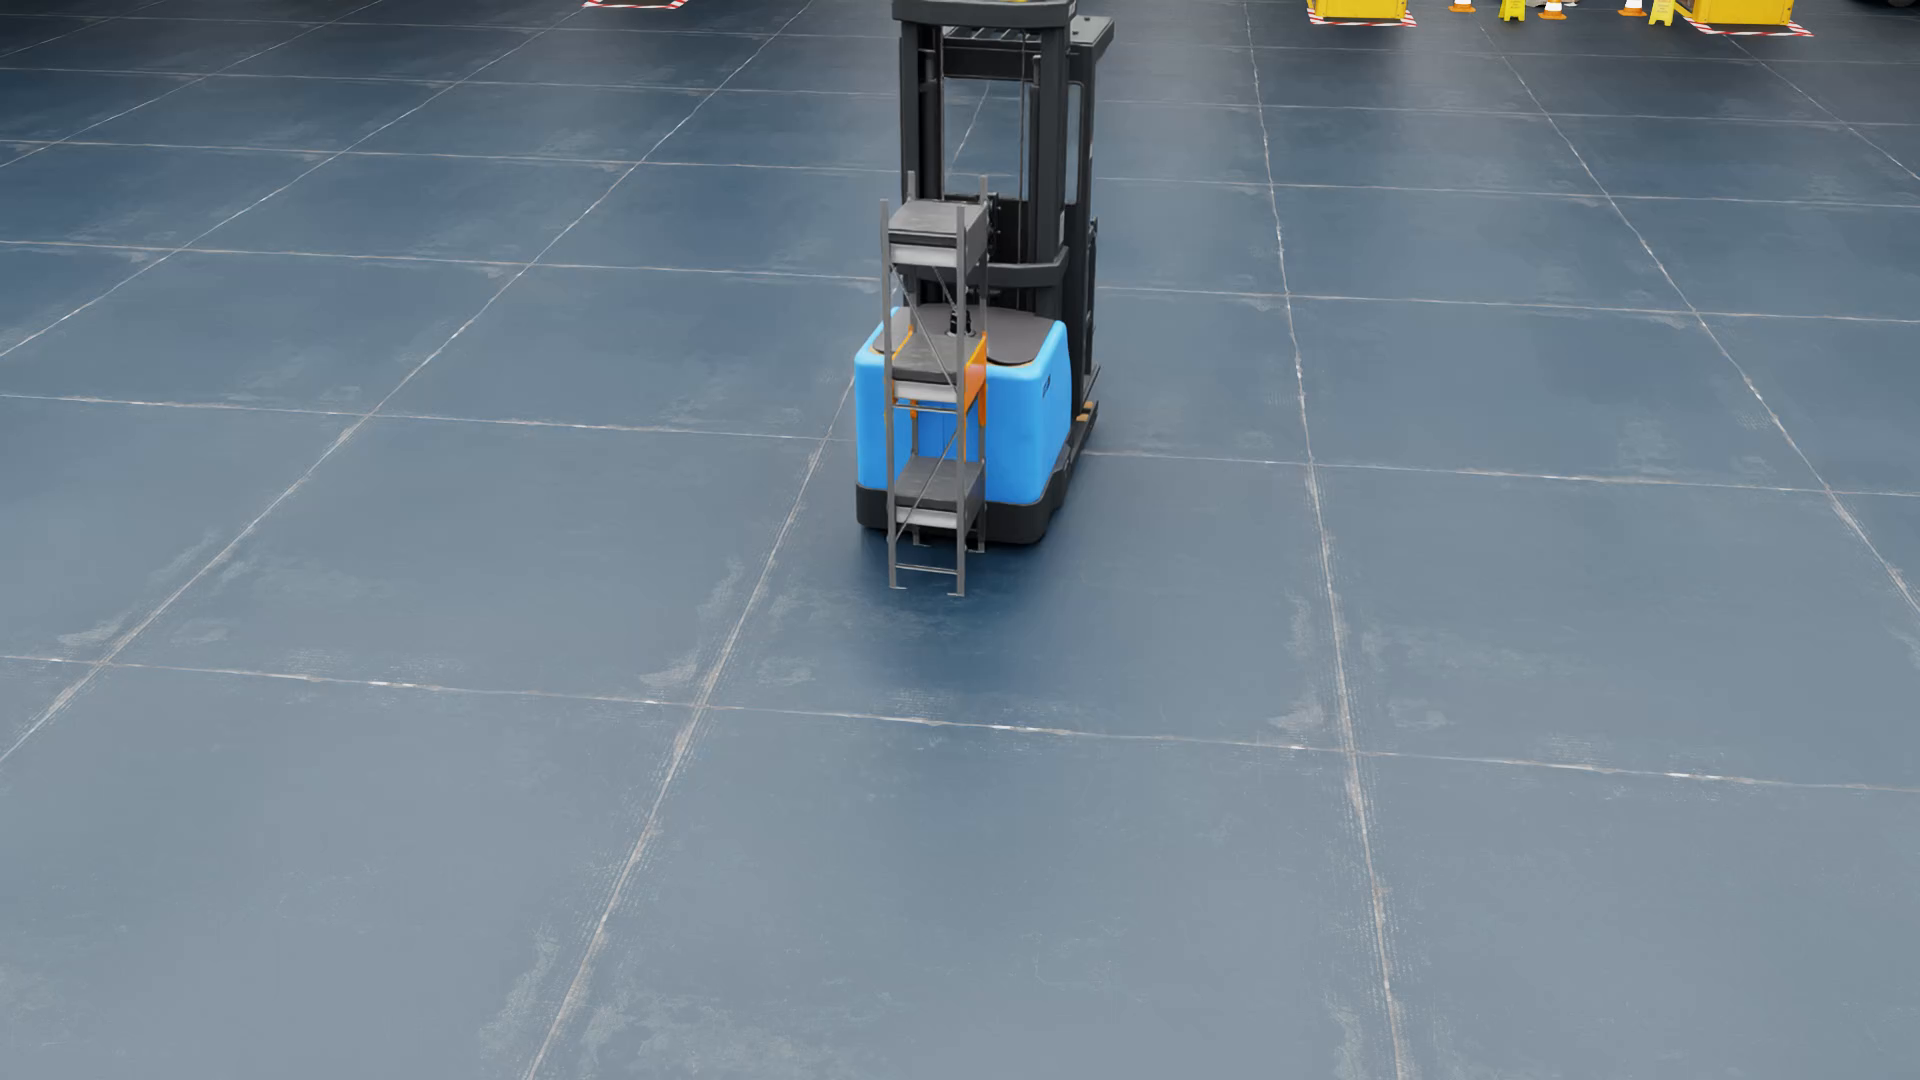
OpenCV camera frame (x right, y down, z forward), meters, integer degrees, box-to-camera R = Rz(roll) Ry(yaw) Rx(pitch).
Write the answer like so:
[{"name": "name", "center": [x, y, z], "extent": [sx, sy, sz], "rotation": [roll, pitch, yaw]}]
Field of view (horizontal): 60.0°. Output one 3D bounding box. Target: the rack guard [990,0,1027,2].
[{"name": "rack guard", "center": [0.465, -7.648, 22.919], "extent": [1.175, 0.500, 0.348], "rotation": [3, 28, 6]}]

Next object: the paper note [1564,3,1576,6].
[{"name": "paper note", "center": [8.431, -7.390, 22.936], "extent": [0.148, 0.019, 0.142], "rotation": [-6, 29, -11]}]

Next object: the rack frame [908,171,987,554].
[{"name": "rack frame", "center": [-0.062, -0.871, 8.654], "extent": [0.400, 2.100, 0.015], "rotation": [6, 29, 12]}]

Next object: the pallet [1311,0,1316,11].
[{"name": "pallet", "center": [5.386, -7.530, 23.005], "extent": [1.003, 0.211, 1.213], "rotation": [3, 28, 6]}]

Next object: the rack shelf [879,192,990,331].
[{"name": "rack shelf", "center": [-0.118, -1.363, 8.119], "extent": [0.431, 0.518, 0.480], "rotation": [6, 29, 12]}]

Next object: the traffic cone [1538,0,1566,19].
[{"name": "traffic cone", "center": [7.920, -7.202, 22.130], "extent": [0.336, 0.463, 0.334], "rotation": [3, 28, 6]}]

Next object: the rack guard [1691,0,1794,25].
[{"name": "rack guard", "center": [10.300, -7.072, 21.850], "extent": [1.175, 0.500, 0.348], "rotation": [3, 28, 6]}]

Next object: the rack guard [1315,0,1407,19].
[{"name": "rack guard", "center": [5.363, -7.265, 22.208], "extent": [1.175, 0.500, 0.348], "rotation": [3, 28, 6]}]

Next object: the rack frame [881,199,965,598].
[{"name": "rack frame", "center": [-0.175, -0.646, 8.236], "extent": [0.400, 2.100, 0.015], "rotation": [6, 29, 12]}]

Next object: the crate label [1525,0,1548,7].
[{"name": "crate label", "center": [7.954, -7.432, 22.901], "extent": [0.250, 0.136, 0.298], "rotation": [-11, 30, -20]}]

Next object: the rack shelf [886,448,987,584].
[{"name": "rack shelf", "center": [-0.118, -0.131, 8.783], "extent": [0.431, 0.518, 0.480], "rotation": [6, 29, 12]}]

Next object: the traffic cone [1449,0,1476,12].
[{"name": "traffic cone", "center": [6.840, -7.427, 22.549], "extent": [0.336, 0.463, 0.334], "rotation": [3, 28, 6]}]

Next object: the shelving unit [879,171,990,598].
[{"name": "shelving unit", "center": [-0.118, -0.759, 8.445], "extent": [0.431, 2.100, 0.503], "rotation": [6, 29, 12]}]

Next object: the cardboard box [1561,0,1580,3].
[{"name": "cardboard box", "center": [8.446, -7.616, 23.229], "extent": [0.380, 0.149, 0.250], "rotation": [20, 34, 32]}]

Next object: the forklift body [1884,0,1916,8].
[{"name": "forklift body", "center": [13.639, -8.475, 22.713], "extent": [2.313, 2.155, 1.214], "rotation": [3, 28, 6]}]

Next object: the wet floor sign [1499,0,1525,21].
[{"name": "wet floor sign", "center": [7.327, -7.212, 21.956], "extent": [0.267, 0.644, 0.232], "rotation": [-1, 28, -3]}]

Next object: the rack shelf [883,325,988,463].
[{"name": "rack shelf", "center": [-0.118, -0.747, 8.451], "extent": [0.431, 0.518, 0.480], "rotation": [6, 29, 12]}]

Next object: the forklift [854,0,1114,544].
[{"name": "forklift", "center": [0.261, -1.950, 9.779], "extent": [1.130, 2.935, 3.031], "rotation": [6, 29, 12]}]

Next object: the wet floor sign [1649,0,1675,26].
[{"name": "wet floor sign", "center": [9.205, -7.073, 21.699], "extent": [0.267, 0.644, 0.232], "rotation": [14, 31, 24]}]

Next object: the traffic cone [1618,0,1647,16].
[{"name": "traffic cone", "center": [9.063, -7.297, 22.307], "extent": [0.336, 0.463, 0.334], "rotation": [3, 28, 6]}]

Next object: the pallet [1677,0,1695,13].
[{"name": "pallet", "center": [10.435, -7.325, 22.625], "extent": [1.003, 0.211, 1.213], "rotation": [3, 28, 6]}]
